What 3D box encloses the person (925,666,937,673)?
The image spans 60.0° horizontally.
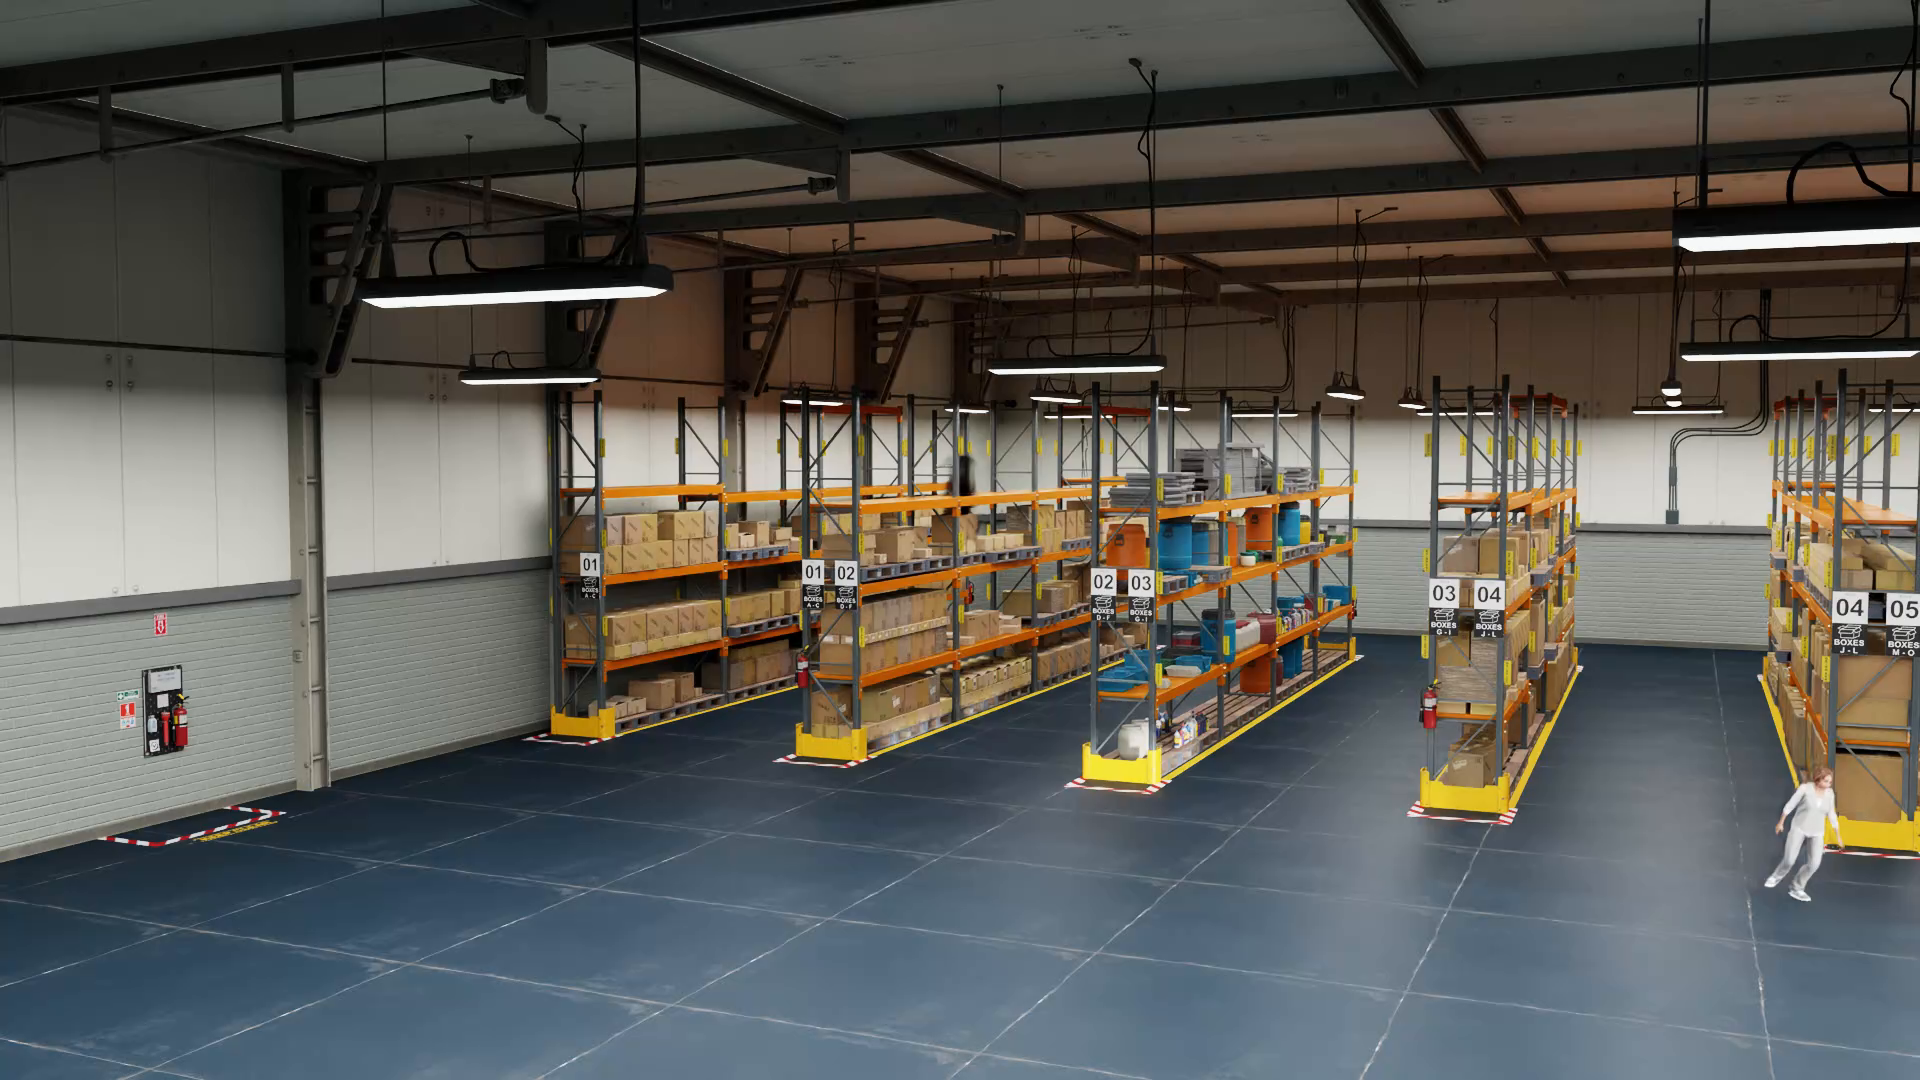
[{"bbox_3d":[-0.638,2.280,34.297,0.572,1.743,0.728,1,3,21],"label":"person"}]

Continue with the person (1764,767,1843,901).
[{"bbox_3d":[9.313,3.228,18.352,0.675,1.506,0.606,0,3,4],"label":"person"}]
